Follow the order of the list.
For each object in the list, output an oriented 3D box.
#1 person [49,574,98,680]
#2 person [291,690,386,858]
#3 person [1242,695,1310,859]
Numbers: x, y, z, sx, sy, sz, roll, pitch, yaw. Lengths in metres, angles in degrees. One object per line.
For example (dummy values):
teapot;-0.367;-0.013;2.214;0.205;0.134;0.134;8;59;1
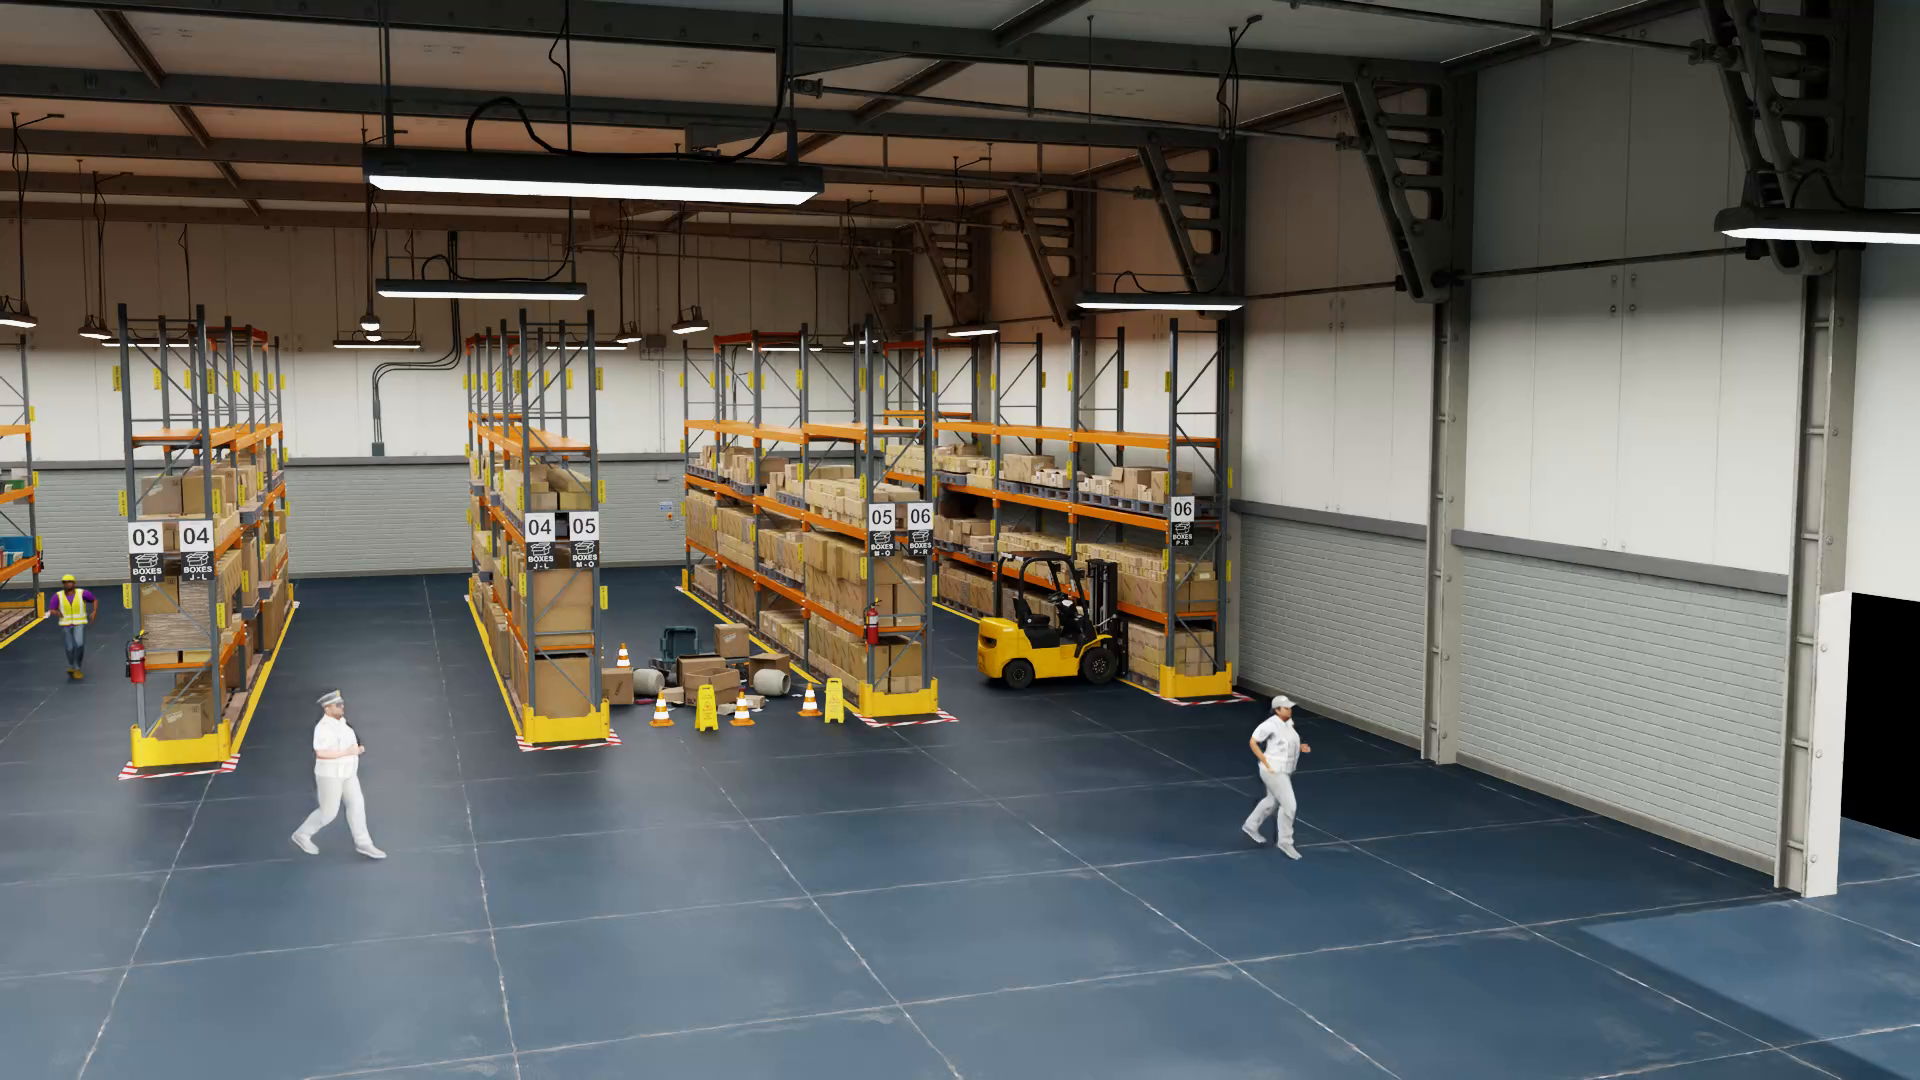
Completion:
person;-15.050;1.472;28.235;0.707;1.794;0.741;-2;6;-21
person;-6.521;2.453;17.375;0.966;1.793;0.659;1;5;8
person;3.361;2.496;17.773;0.756;1.719;0.596;4;7;34
